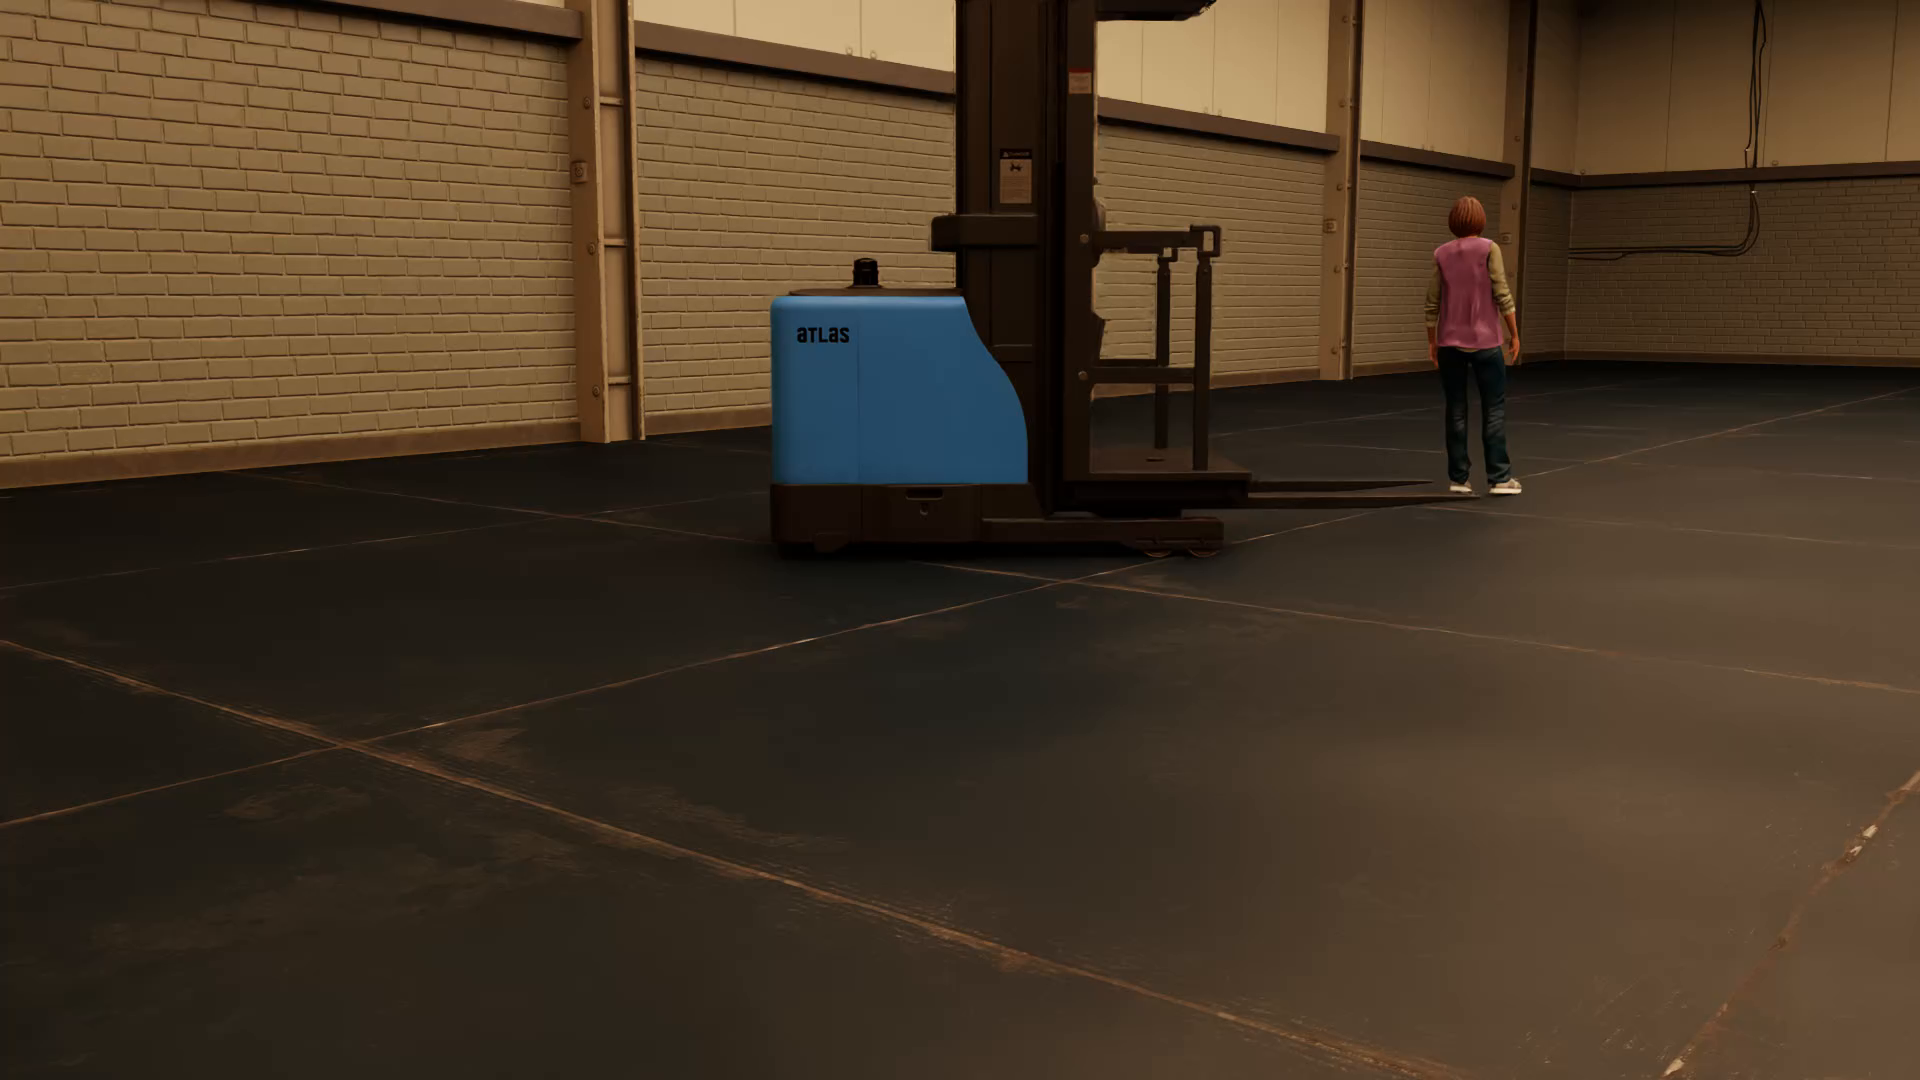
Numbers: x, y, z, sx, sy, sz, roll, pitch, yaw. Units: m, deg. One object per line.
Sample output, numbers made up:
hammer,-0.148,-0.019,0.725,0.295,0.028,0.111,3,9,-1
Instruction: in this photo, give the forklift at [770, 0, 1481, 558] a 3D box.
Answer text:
forklift,0.708,-1.452,7.205,3.031,2.935,1.130,0,8,-3

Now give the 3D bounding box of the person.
person,2.791,-1.045,9.028,0.499,1.608,0.444,6,10,36
